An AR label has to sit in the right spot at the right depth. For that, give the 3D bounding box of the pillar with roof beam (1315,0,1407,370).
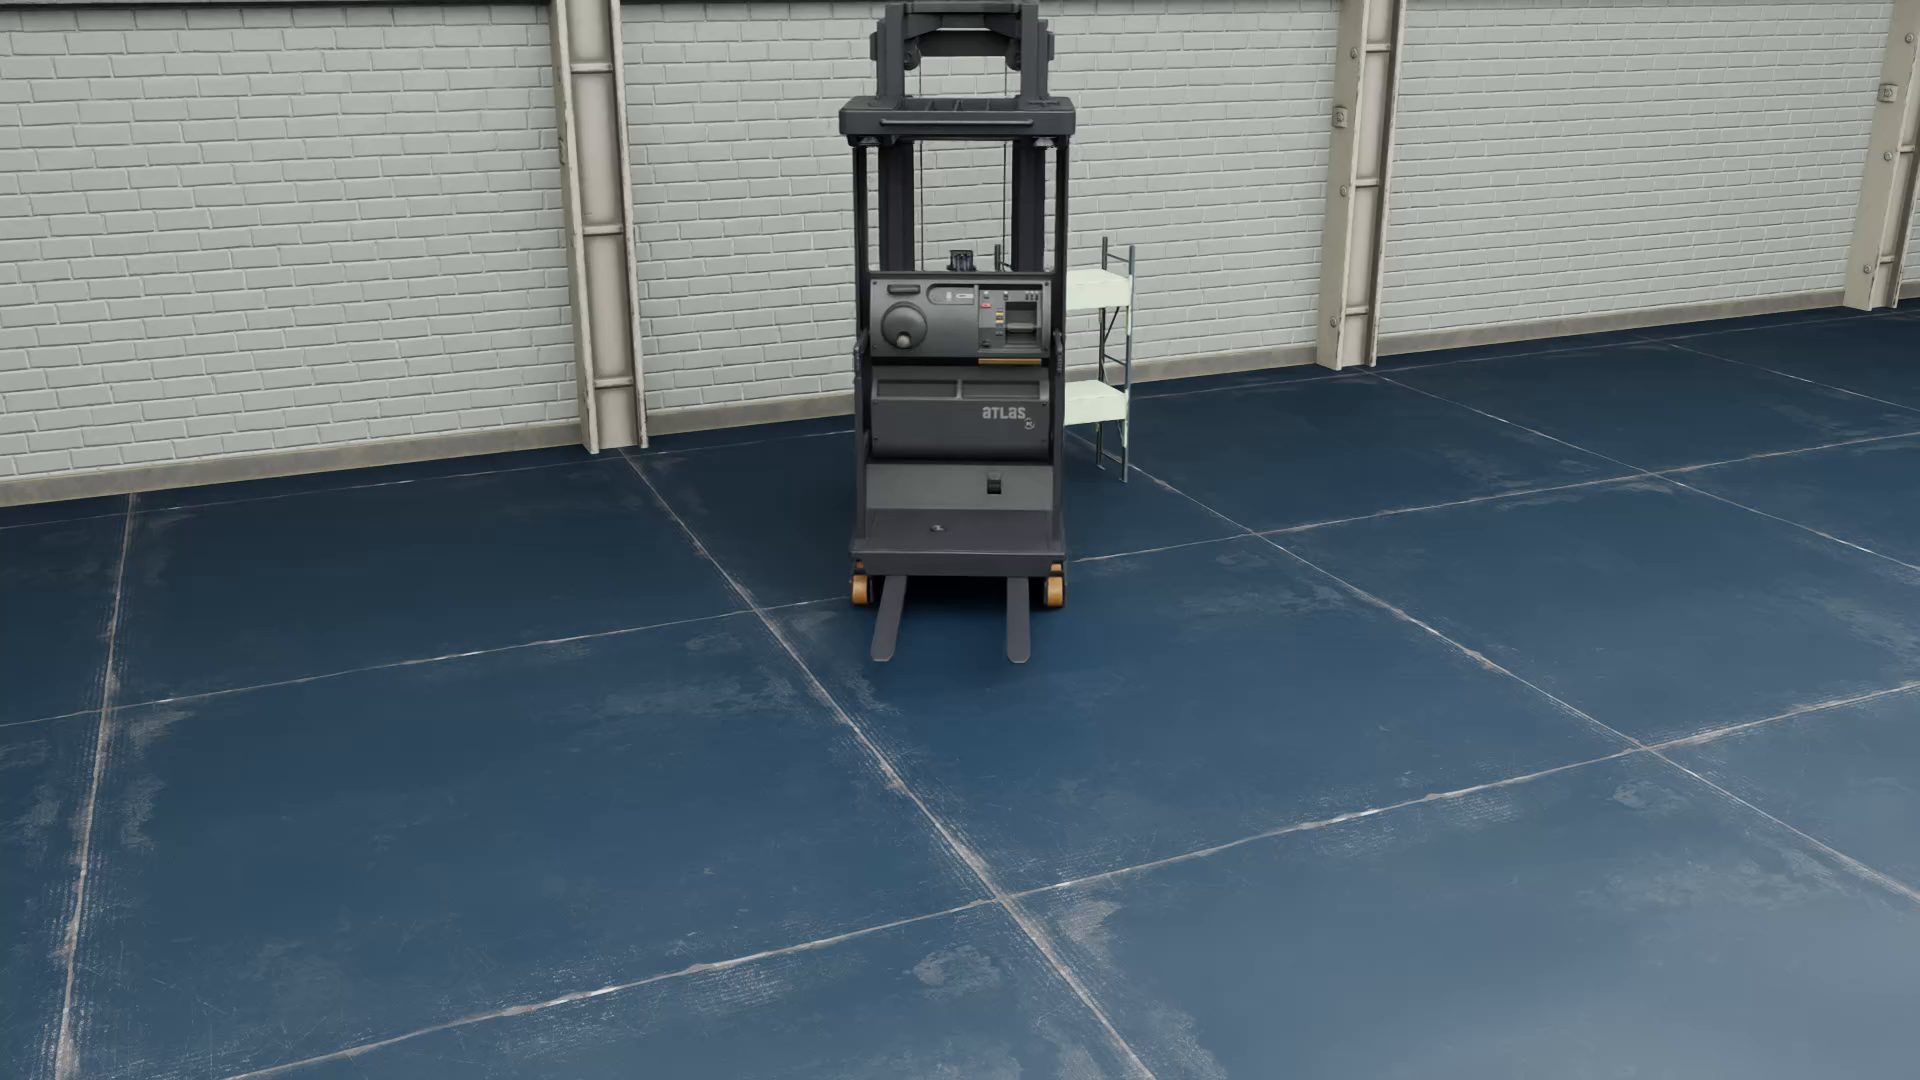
[{"bbox_3d":[4.856,-4.372,8.390,0.400,9.000,9.100,-8,21,-22],"label":"pillar with roof beam"}]

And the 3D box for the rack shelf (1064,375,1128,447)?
[{"bbox_3d":[0.636,-0.777,10.453,0.720,0.370,0.431,-8,21,-21],"label":"rack shelf"}]

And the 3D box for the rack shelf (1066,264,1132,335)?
[{"bbox_3d":[0.636,-1.453,10.215,0.720,0.370,0.431,-8,21,-21],"label":"rack shelf"}]

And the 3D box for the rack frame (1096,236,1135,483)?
[{"bbox_3d":[0.975,-1.130,10.474,0.023,1.500,0.400,-8,21,-21],"label":"rack frame"}]

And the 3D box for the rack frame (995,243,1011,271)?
[{"bbox_3d":[0.296,-1.040,10.216,0.023,1.500,0.400,-8,21,-21],"label":"rack frame"}]

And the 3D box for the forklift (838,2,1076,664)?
[{"bbox_3d":[-0.002,-1.139,8.344,1.130,2.935,3.031,1,19,2],"label":"forklift"}]

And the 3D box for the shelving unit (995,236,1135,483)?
[{"bbox_3d":[0.636,-1.085,10.345,0.755,1.500,0.431,-8,21,-21],"label":"shelving unit"}]

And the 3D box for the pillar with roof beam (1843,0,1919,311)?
[{"bbox_3d":[10.365,-5.162,10.632,0.400,9.000,9.100,-8,21,-22],"label":"pillar with roof beam"}]

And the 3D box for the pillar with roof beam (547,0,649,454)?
[{"bbox_3d":[-0.653,-3.583,6.149,0.400,9.000,9.100,-8,21,-22],"label":"pillar with roof beam"}]
